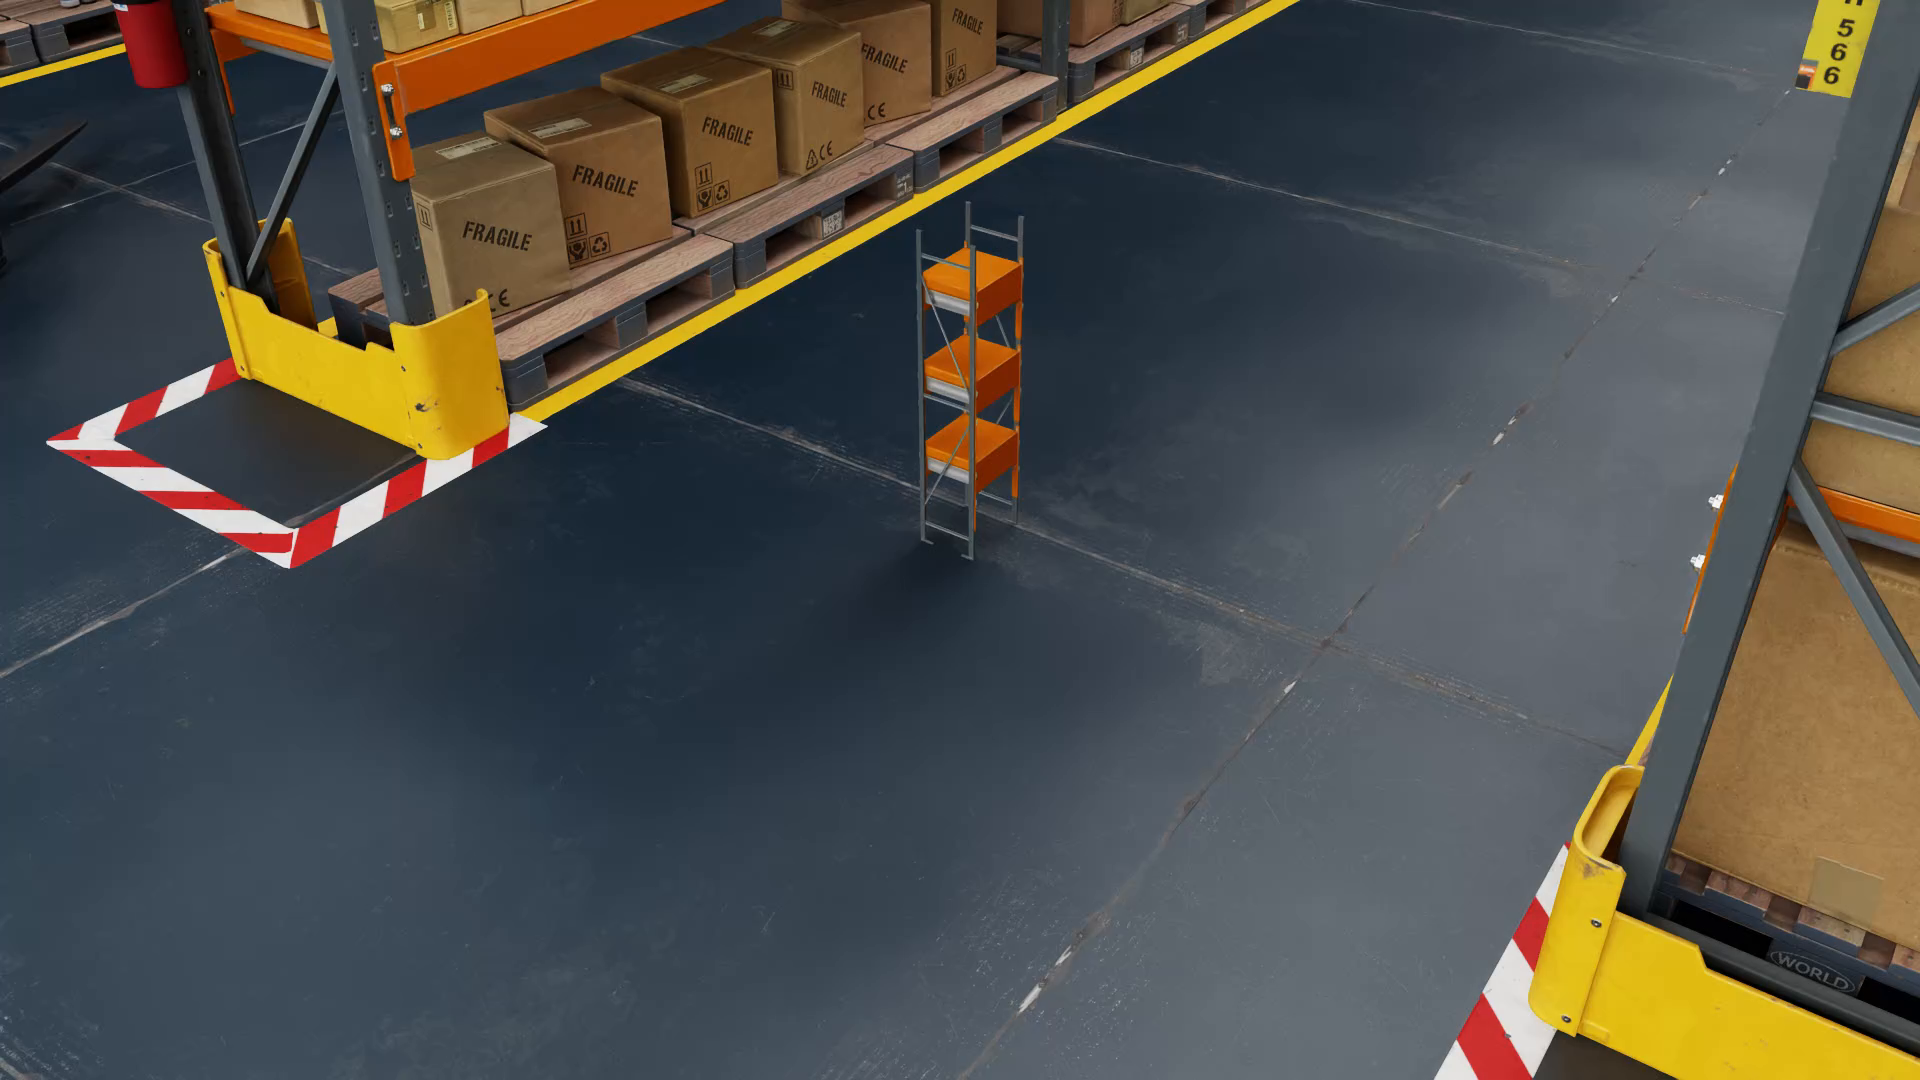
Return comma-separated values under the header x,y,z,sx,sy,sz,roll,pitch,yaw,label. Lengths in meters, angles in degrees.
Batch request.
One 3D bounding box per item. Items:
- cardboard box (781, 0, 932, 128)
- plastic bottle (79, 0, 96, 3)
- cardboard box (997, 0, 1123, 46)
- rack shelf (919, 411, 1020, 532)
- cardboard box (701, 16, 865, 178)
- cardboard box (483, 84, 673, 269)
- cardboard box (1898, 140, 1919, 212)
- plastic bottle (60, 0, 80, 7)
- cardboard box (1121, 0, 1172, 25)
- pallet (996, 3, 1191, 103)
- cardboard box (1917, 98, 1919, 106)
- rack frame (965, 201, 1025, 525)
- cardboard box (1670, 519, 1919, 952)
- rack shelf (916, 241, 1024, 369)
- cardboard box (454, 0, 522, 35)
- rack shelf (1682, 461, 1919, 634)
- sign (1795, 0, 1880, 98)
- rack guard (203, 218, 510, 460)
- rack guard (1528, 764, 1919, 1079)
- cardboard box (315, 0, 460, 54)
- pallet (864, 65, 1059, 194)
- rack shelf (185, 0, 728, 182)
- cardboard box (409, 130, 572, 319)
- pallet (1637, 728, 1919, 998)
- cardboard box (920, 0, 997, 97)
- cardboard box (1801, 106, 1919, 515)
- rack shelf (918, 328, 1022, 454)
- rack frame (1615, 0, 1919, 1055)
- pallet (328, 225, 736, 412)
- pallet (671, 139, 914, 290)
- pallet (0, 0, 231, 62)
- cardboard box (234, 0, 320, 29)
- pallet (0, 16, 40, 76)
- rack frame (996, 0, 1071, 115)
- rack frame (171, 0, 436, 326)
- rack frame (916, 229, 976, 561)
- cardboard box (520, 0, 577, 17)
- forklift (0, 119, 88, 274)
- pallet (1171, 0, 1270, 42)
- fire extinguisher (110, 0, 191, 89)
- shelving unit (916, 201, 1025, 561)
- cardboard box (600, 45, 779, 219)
x,y,z,sx,sy,sz,roll,pitch,yaw,label
-0.480,-2.271,7.787,0.500,0.500,0.500,-23,40,-30,cardboard box
-4.900,-3.117,9.286,0.097,0.201,0.097,0,34,0,plastic bottle
0.469,-2.992,8.836,0.700,0.500,0.500,18,38,25,cardboard box
0.031,-0.221,5.154,0.215,0.259,0.240,21,39,28,rack shelf
-0.770,-1.960,7.327,0.500,0.500,0.500,18,38,24,cardboard box
-1.497,-1.436,6.552,0.500,0.500,0.500,-25,41,-32,cardboard box
2.081,-0.766,2.607,0.875,0.550,0.550,21,39,28,cardboard box
-4.959,-3.098,9.196,0.097,0.271,0.097,0,34,0,plastic bottle
0.756,-3.206,9.151,0.700,0.500,0.500,21,39,28,cardboard box
0.544,-2.773,9.163,1.003,0.211,1.213,21,39,28,pallet
2.318,-1.049,3.025,0.875,0.550,0.550,21,39,28,cardboard box
0.100,-0.516,5.075,0.200,1.050,0.008,21,39,28,rack frame
2.170,0.275,3.688,0.875,0.875,0.875,21,40,28,cardboard box
0.031,-0.686,4.839,0.215,0.259,0.240,21,39,28,rack shelf
-1.663,-1.789,5.442,0.380,0.149,0.250,21,39,28,cardboard box
2.978,-0.721,4.280,1.077,0.370,4.000,21,39,28,rack shelf
1.399,-0.856,2.593,0.100,0.325,0.005,21,39,28,sign
-2.137,-0.729,5.881,1.175,0.500,0.348,21,39,28,rack guard
1.824,0.948,3.401,1.175,0.500,0.348,21,39,28,rack guard
-1.821,-1.680,5.281,0.380,0.149,0.250,21,39,28,cardboard box
-0.253,-2.094,8.159,1.003,0.211,1.213,21,39,28,pallet
-1.039,-2.351,6.692,1.077,0.370,4.000,21,39,28,rack shelf
-1.810,-1.150,6.129,0.500,0.500,0.500,-29,43,-35,cardboard box
2.229,0.664,4.080,1.003,0.211,1.213,21,39,28,pallet
-0.160,-2.537,8.180,0.500,0.500,0.500,20,39,27,cardboard box
2.012,-0.346,2.949,0.875,0.550,0.550,21,39,28,cardboard box
0.031,-0.451,4.998,0.215,0.259,0.240,21,39,28,rack shelf
1.837,-0.098,2.718,1.000,3.000,0.127,21,39,28,rack frame
-1.644,-0.971,6.498,1.003,0.211,1.213,21,39,28,pallet
-0.948,-1.531,7.325,1.003,0.211,1.213,21,39,28,pallet
-5.080,-3.137,9.701,1.003,0.211,1.213,21,39,28,pallet
-2.187,-1.822,5.491,0.380,0.149,0.250,21,39,28,cardboard box
-5.776,-2.578,8.874,1.003,0.211,1.213,21,39,28,pallet
0.101,-3.570,7.851,1.000,3.000,0.127,21,39,28,rack frame
-2.180,-1.729,5.129,1.000,3.000,0.127,21,39,28,rack frame
-0.039,-0.403,4.909,0.200,1.050,0.008,21,39,28,rack frame
-1.508,-1.899,5.605,0.380,0.149,0.250,21,39,28,cardboard box
-4.520,-2.158,5.825,1.130,2.935,3.031,3,34,4,forklift
1.239,-3.337,9.996,1.003,0.211,1.213,21,39,28,pallet
-2.624,-1.791,5.290,0.296,0.674,0.183,21,39,28,fire extinguisher
0.031,-0.460,4.992,0.215,1.050,0.252,21,39,28,shelving unit
-1.125,-1.718,6.969,0.500,0.500,0.500,25,42,32,cardboard box
